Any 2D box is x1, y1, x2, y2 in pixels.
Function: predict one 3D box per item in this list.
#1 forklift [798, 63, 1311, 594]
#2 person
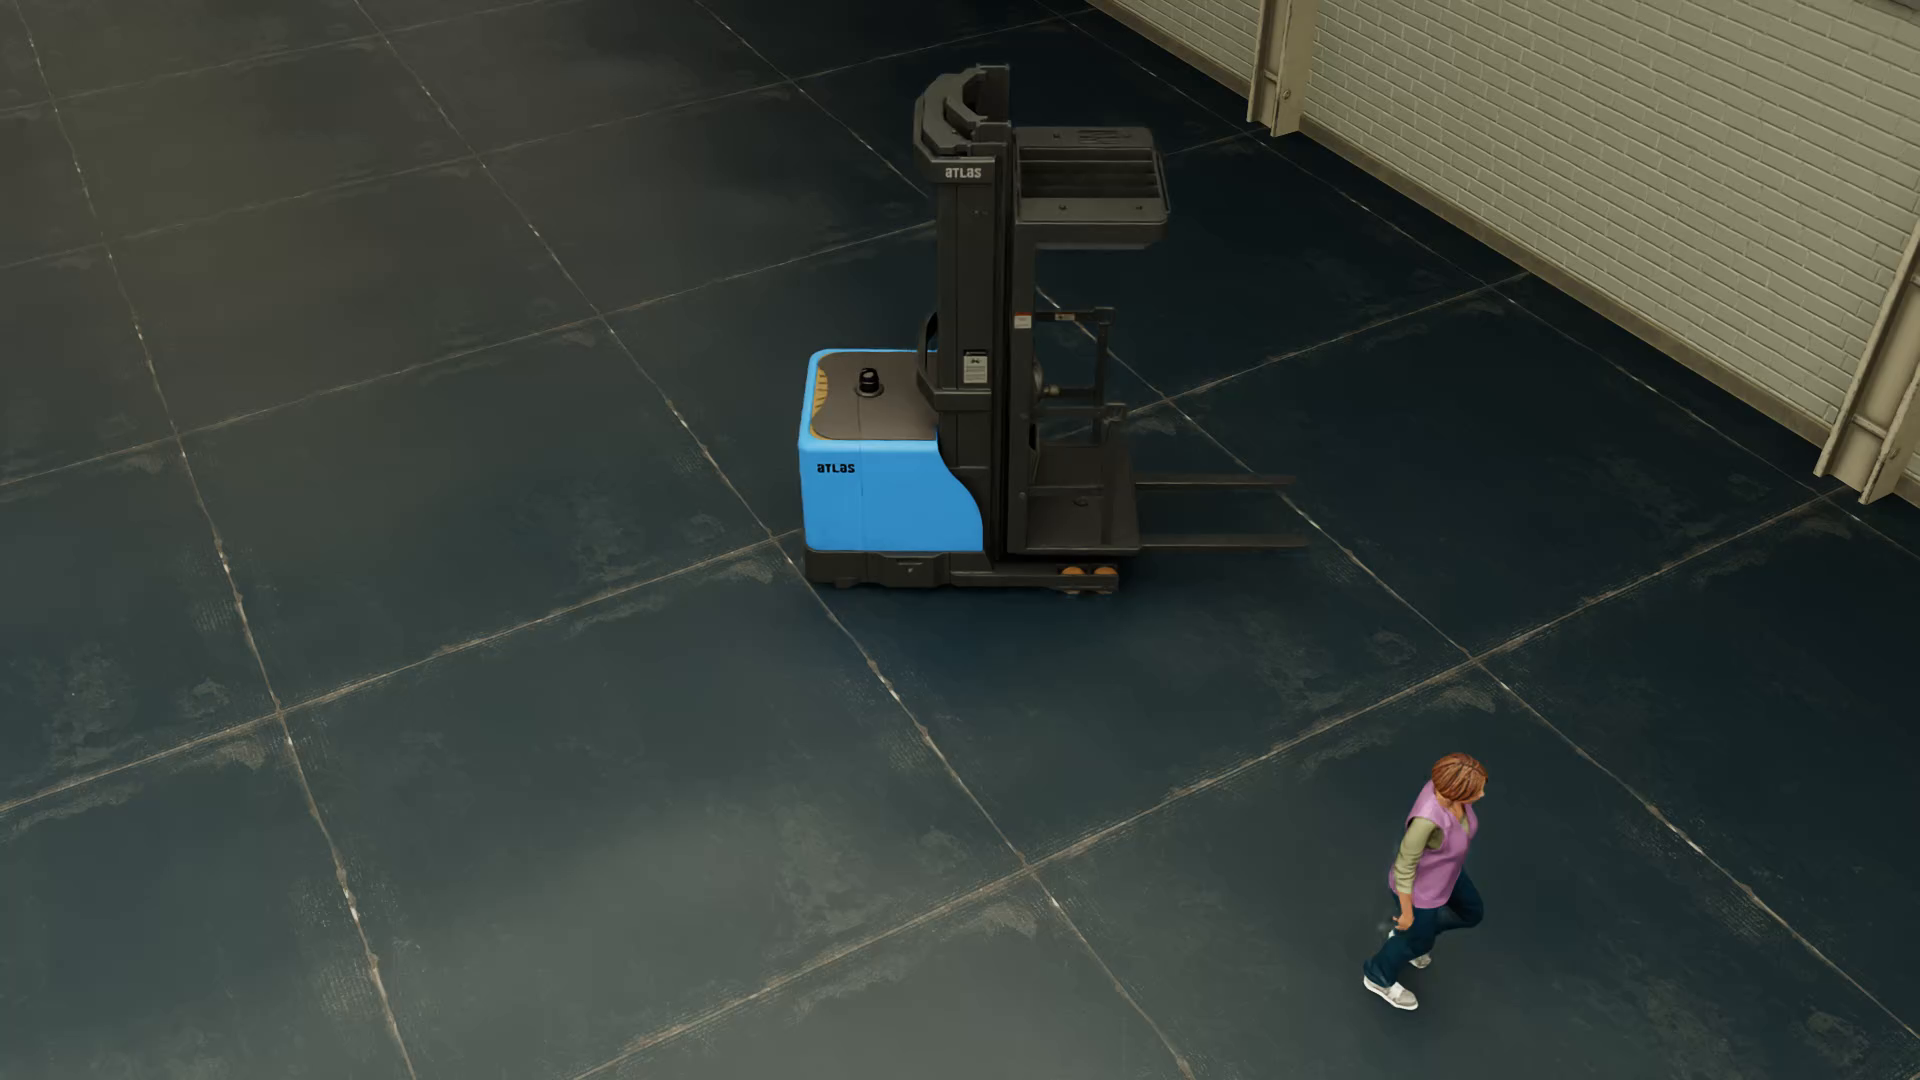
[{"bbox_3d":[0.589,-1.147,9.419,3.031,2.935,1.130,0,40,0],"label":"forklift"},{"bbox_3d":[2.091,1.504,7.285,0.425,1.578,0.534,21,44,24],"label":"person"}]
